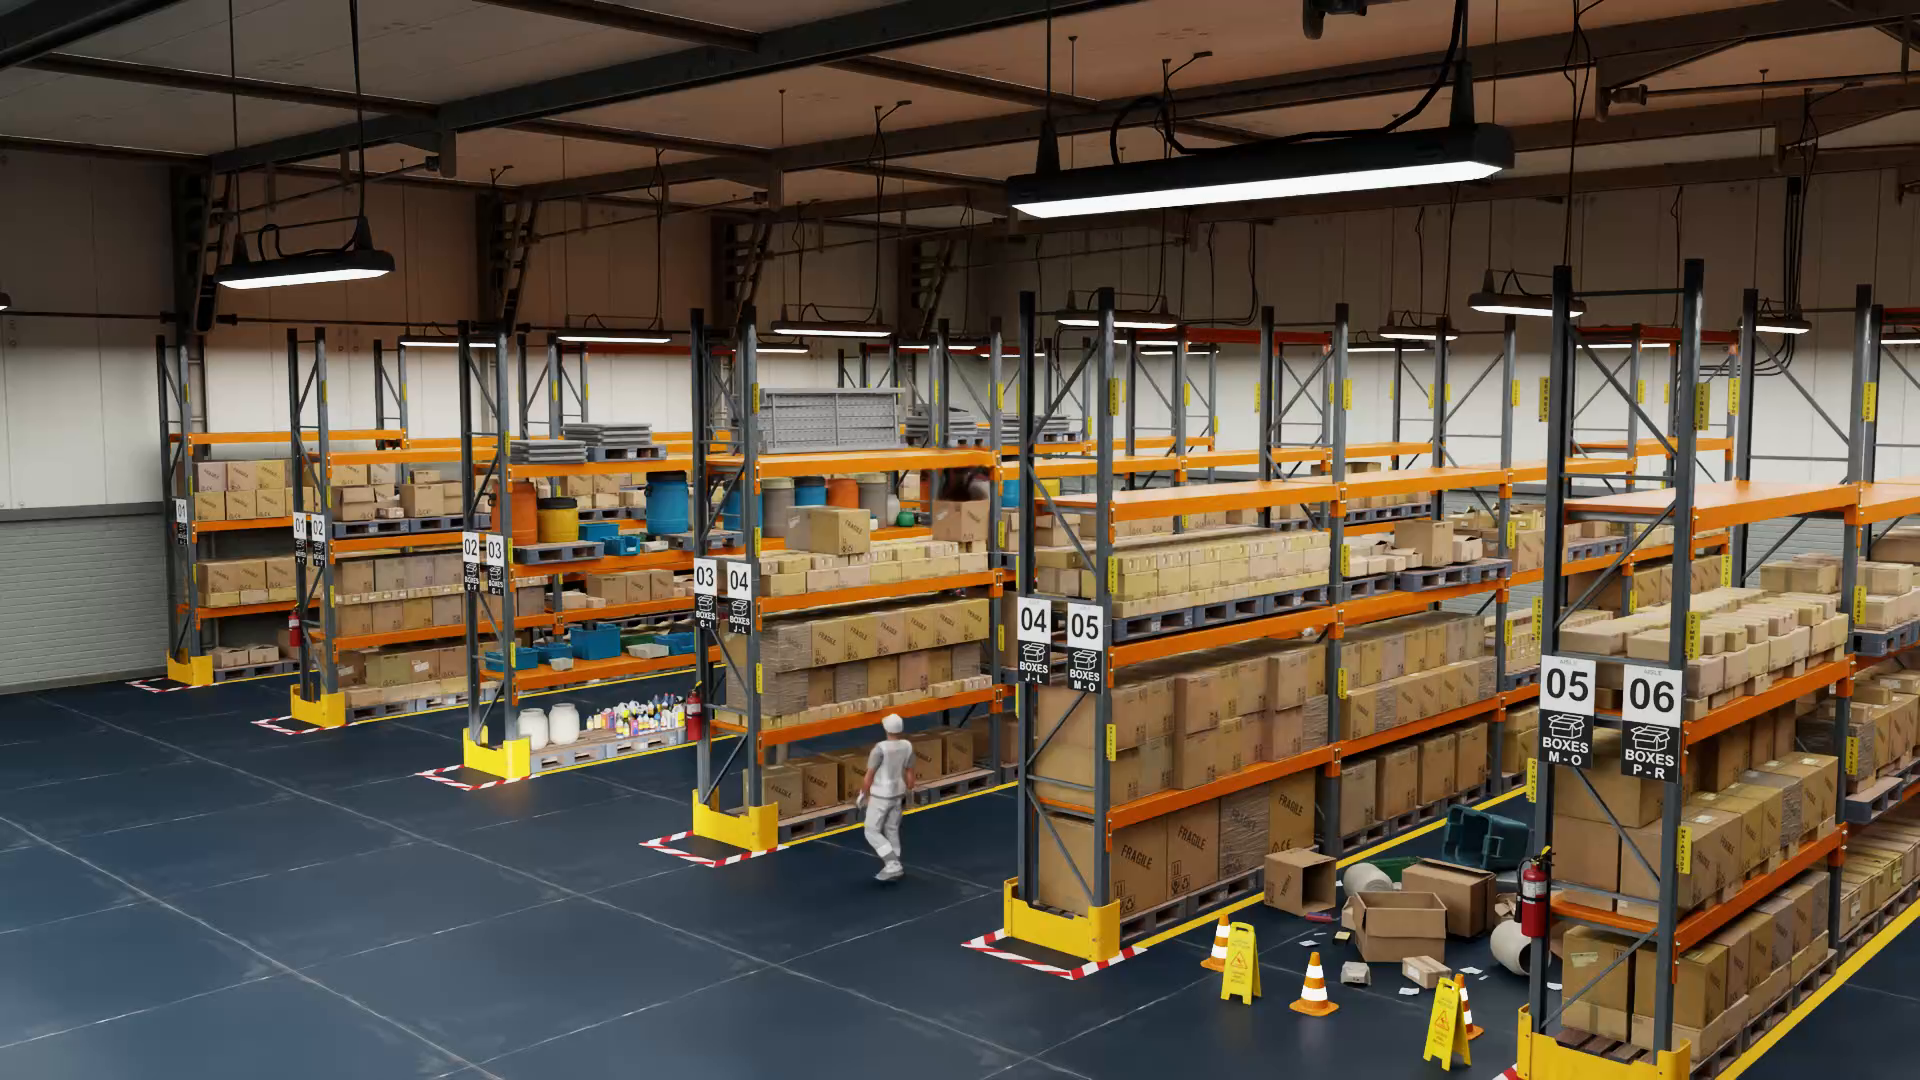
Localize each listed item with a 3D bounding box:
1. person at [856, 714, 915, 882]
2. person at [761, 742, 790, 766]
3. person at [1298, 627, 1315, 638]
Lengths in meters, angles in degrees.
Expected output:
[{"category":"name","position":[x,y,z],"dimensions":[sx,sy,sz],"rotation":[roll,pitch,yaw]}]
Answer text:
[{"category":"person","position":[-0.743,2.657,17.220],"dimensions":[0.498,1.787,0.633],"rotation":[3,6,32]},{"category":"person","position":[-2.397,2.326,21.071],"dimensions":[0.610,1.736,0.379],"rotation":[-3,6,-32]},{"category":"person","position":[5.064,2.081,24.287],"dimensions":[0.927,1.626,0.581],"rotation":[-5,7,-42]}]
